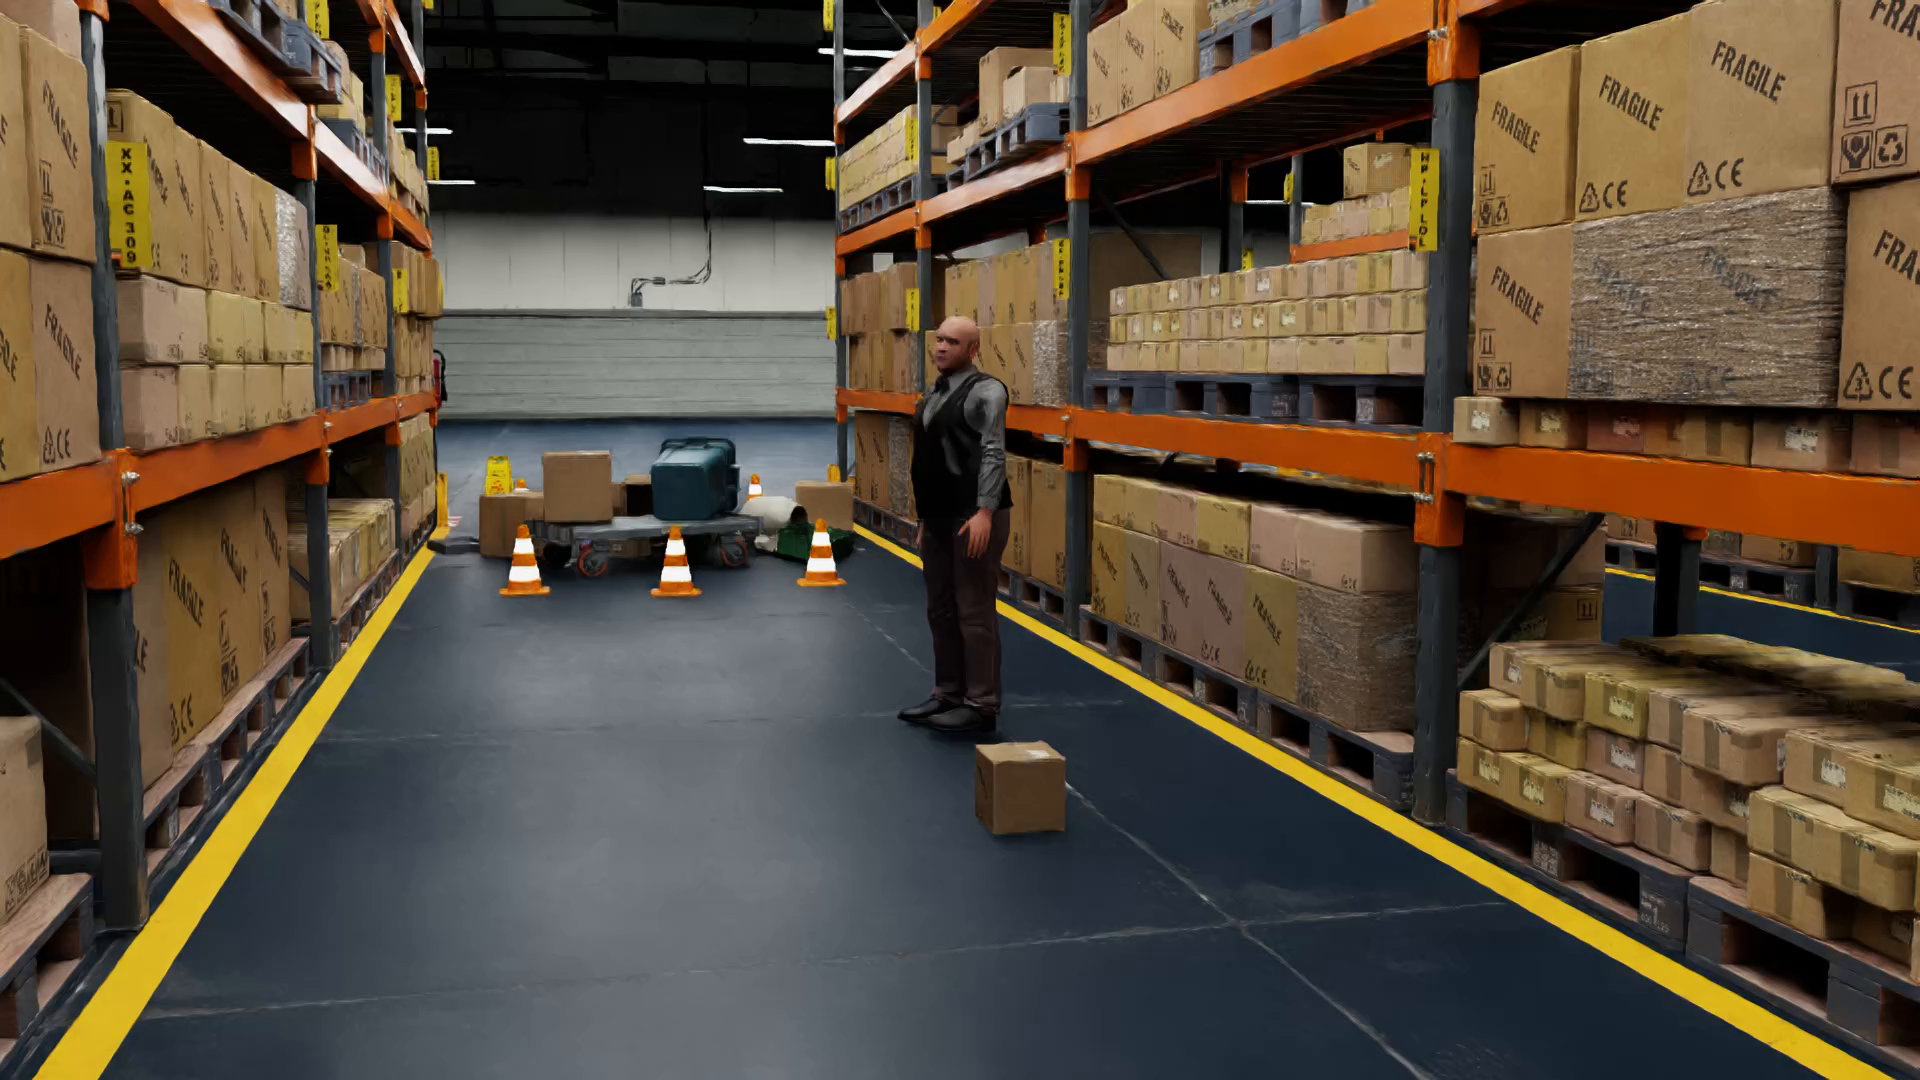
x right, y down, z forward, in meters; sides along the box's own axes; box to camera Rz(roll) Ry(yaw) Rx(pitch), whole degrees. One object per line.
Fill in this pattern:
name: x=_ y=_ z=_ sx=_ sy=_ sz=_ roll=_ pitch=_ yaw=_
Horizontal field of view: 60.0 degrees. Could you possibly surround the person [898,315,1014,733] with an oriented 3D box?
person: x=-0.014 y=-0.066 z=6.951 sx=0.380 sy=1.732 sz=0.587 roll=-4 pitch=7 yaw=-35
